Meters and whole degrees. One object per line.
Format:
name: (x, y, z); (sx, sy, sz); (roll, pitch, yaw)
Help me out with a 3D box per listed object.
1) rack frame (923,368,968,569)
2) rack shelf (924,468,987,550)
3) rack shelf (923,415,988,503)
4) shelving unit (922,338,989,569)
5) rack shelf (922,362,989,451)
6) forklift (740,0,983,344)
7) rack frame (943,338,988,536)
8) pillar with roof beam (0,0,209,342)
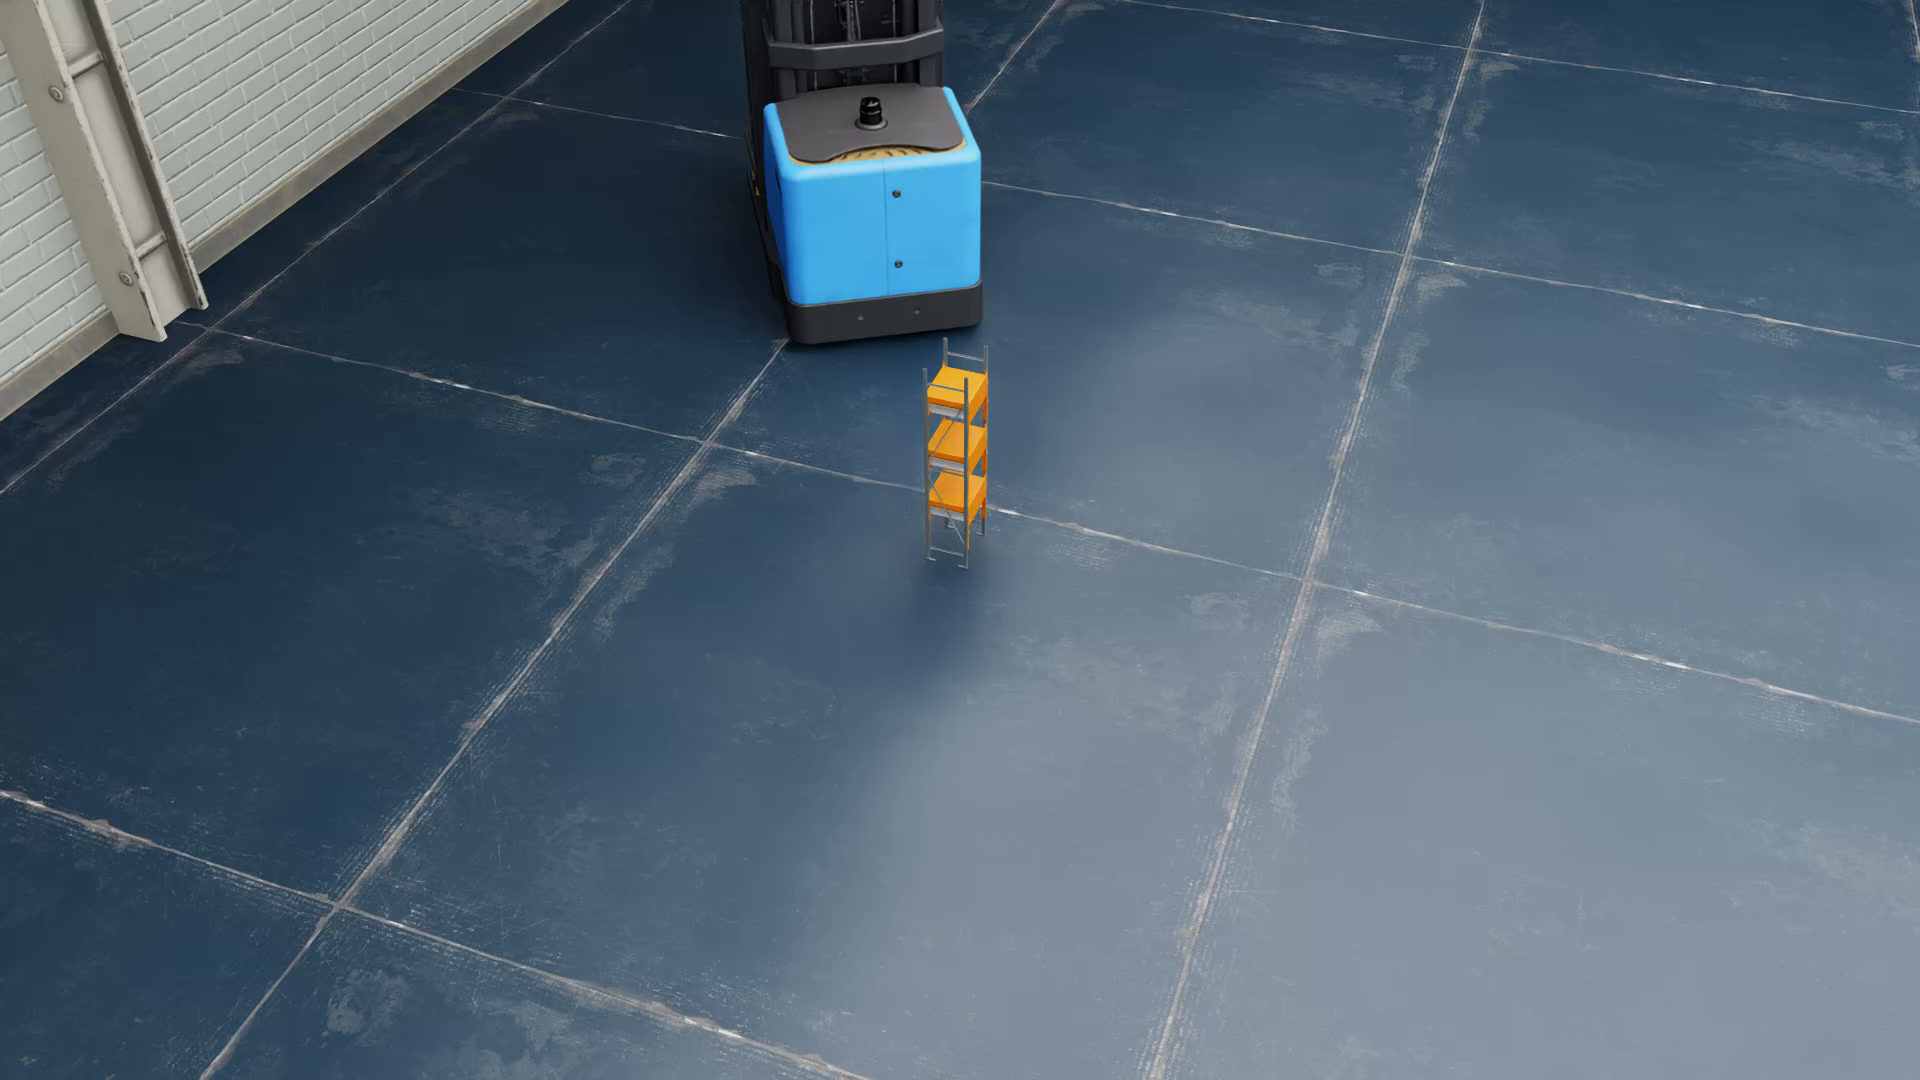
rack frame: (-0.060, -0.292, 7.237); (0.200, 1.050, 0.008); (13, 42, 15)
rack shelf: (-0.018, -0.147, 7.512); (0.215, 0.259, 0.240); (13, 42, 15)
rack shelf: (-0.018, -0.359, 7.331); (0.215, 0.259, 0.240); (13, 42, 15)
shelving unit: (-0.018, -0.367, 7.325); (0.215, 1.050, 0.252); (13, 42, 15)
rack shelf: (-0.018, -0.575, 7.147); (0.215, 0.259, 0.240); (13, 42, 15)
forklift: (-0.683, -3.115, 9.096); (1.130, 2.935, 3.031); (-8, 41, -9)
rack frame: (0.023, -0.441, 7.412); (0.200, 1.050, 0.008); (13, 42, 15)
pillar with roof beam: (-0.333, -3.687, 5.092); (9.100, 9.000, 0.400); (13, 42, 15)
